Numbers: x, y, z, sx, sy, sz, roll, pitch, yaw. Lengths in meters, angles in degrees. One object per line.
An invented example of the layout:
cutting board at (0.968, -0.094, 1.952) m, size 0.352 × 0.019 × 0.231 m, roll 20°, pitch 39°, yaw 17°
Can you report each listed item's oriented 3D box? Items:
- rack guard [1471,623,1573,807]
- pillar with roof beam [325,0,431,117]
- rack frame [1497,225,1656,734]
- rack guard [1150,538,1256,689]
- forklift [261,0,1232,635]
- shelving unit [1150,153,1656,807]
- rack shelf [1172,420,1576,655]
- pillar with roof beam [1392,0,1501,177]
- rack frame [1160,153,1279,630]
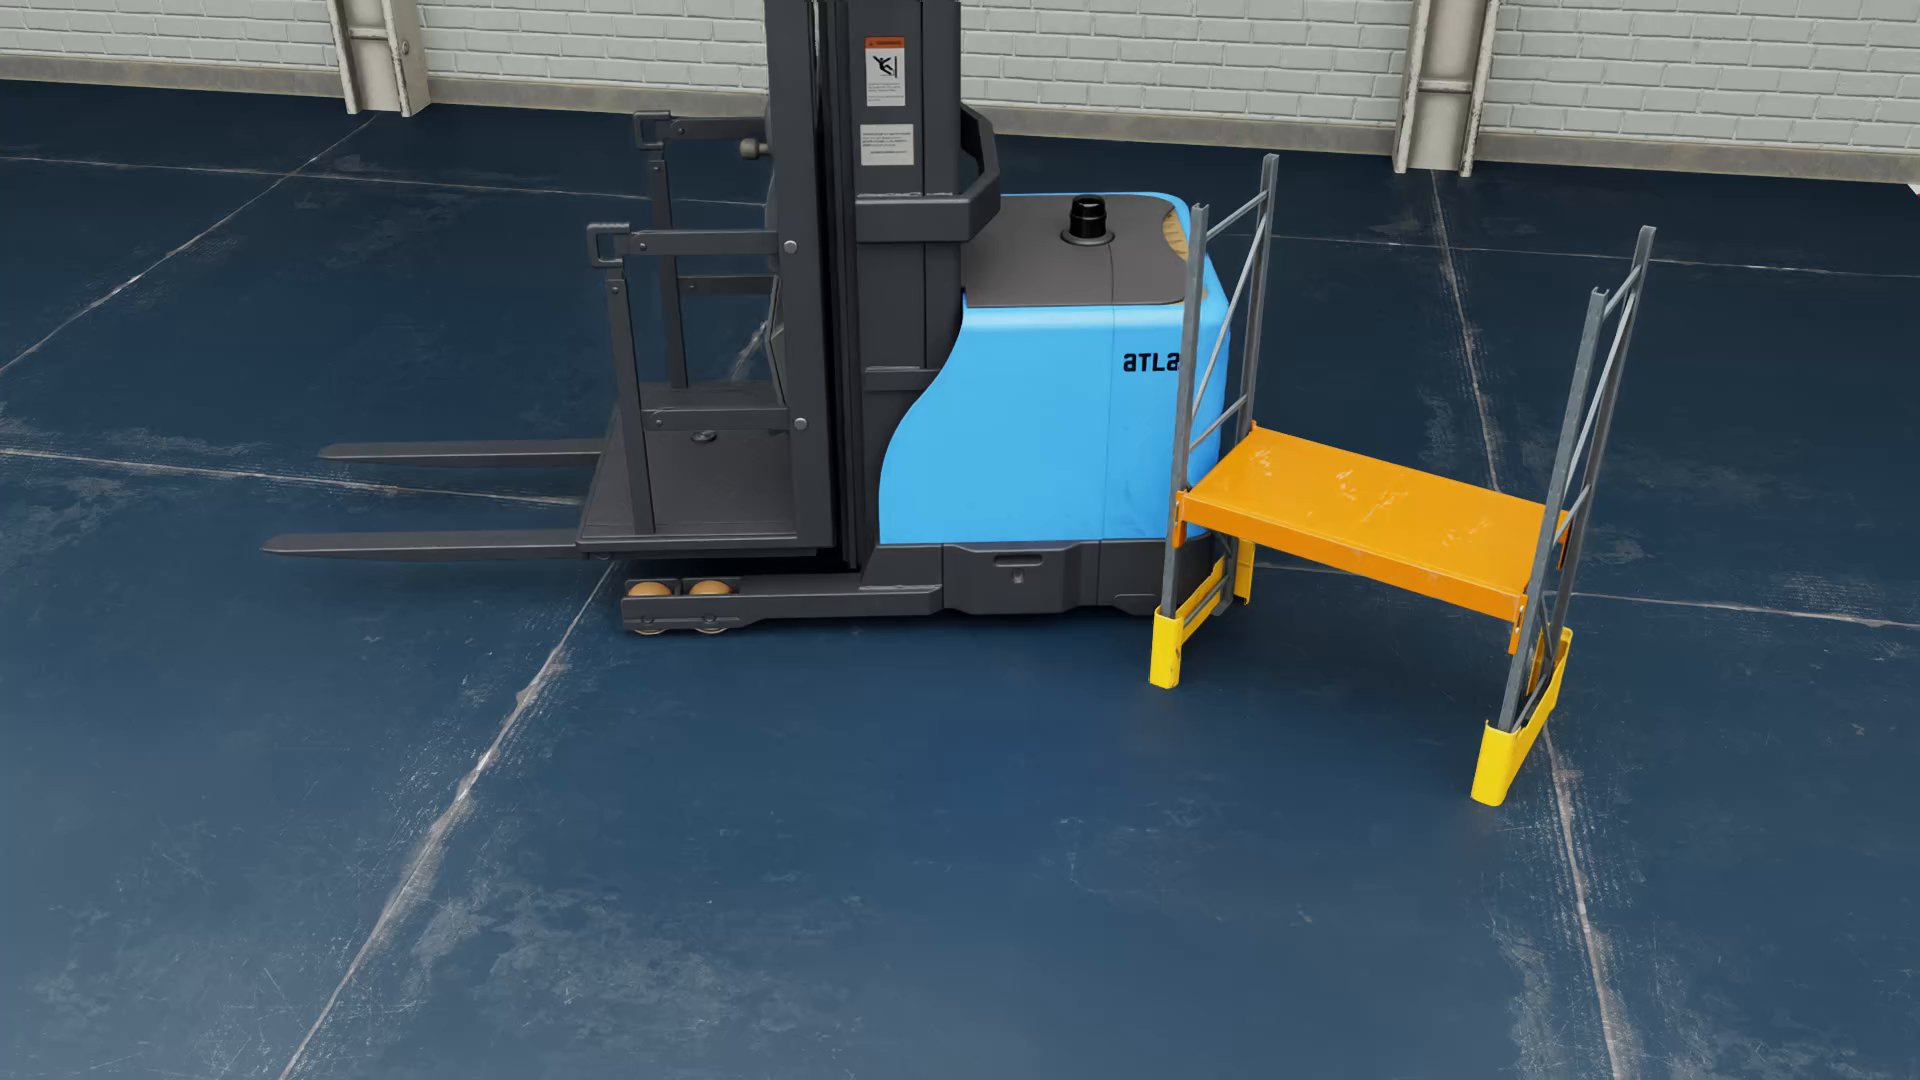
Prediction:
rack guard at (1.601, 0.489, 4.731) m, size 0.087 × 0.250 × 0.587 m, roll 19°, pitch 37°, yaw 27°
pillar with roof beam at (-4.095, -4.125, 3.859) m, size 0.400 × 9.000 × 9.100 m, roll 5°, pitch 32°, yaw 8°
rack frame at (1.602, -0.041, 4.399) m, size 0.032 × 1.500 × 0.500 m, roll 19°, pitch 37°, yaw 27°
rack guard at (0.762, 0.206, 5.186) m, size 0.087 × 0.250 × 0.587 m, roll 19°, pitch 37°, yaw 27°
forklift at (-0.720, -1.228, 4.950) m, size 3.031 × 2.935 × 1.130 m, roll -1°, pitch 32°, yaw -2°
shelving unit at (1.181, -0.183, 4.627) m, size 1.083 × 1.500 × 0.587 m, roll 19°, pitch 37°, yaw 27°
rack shelf at (1.174, -0.033, 4.726) m, size 1.000 × 0.185 × 0.538 m, roll 19°, pitch 37°, yaw 27°
pillar with roof beam at (1.820, -3.590, 3.004) m, size 0.400 × 9.000 × 9.100 m, roll 5°, pitch 32°, yaw 8°
rack frame at (0.745, -0.330, 4.863) m, size 0.032 × 1.500 × 0.500 m, roll 19°, pitch 37°, yaw 27°
